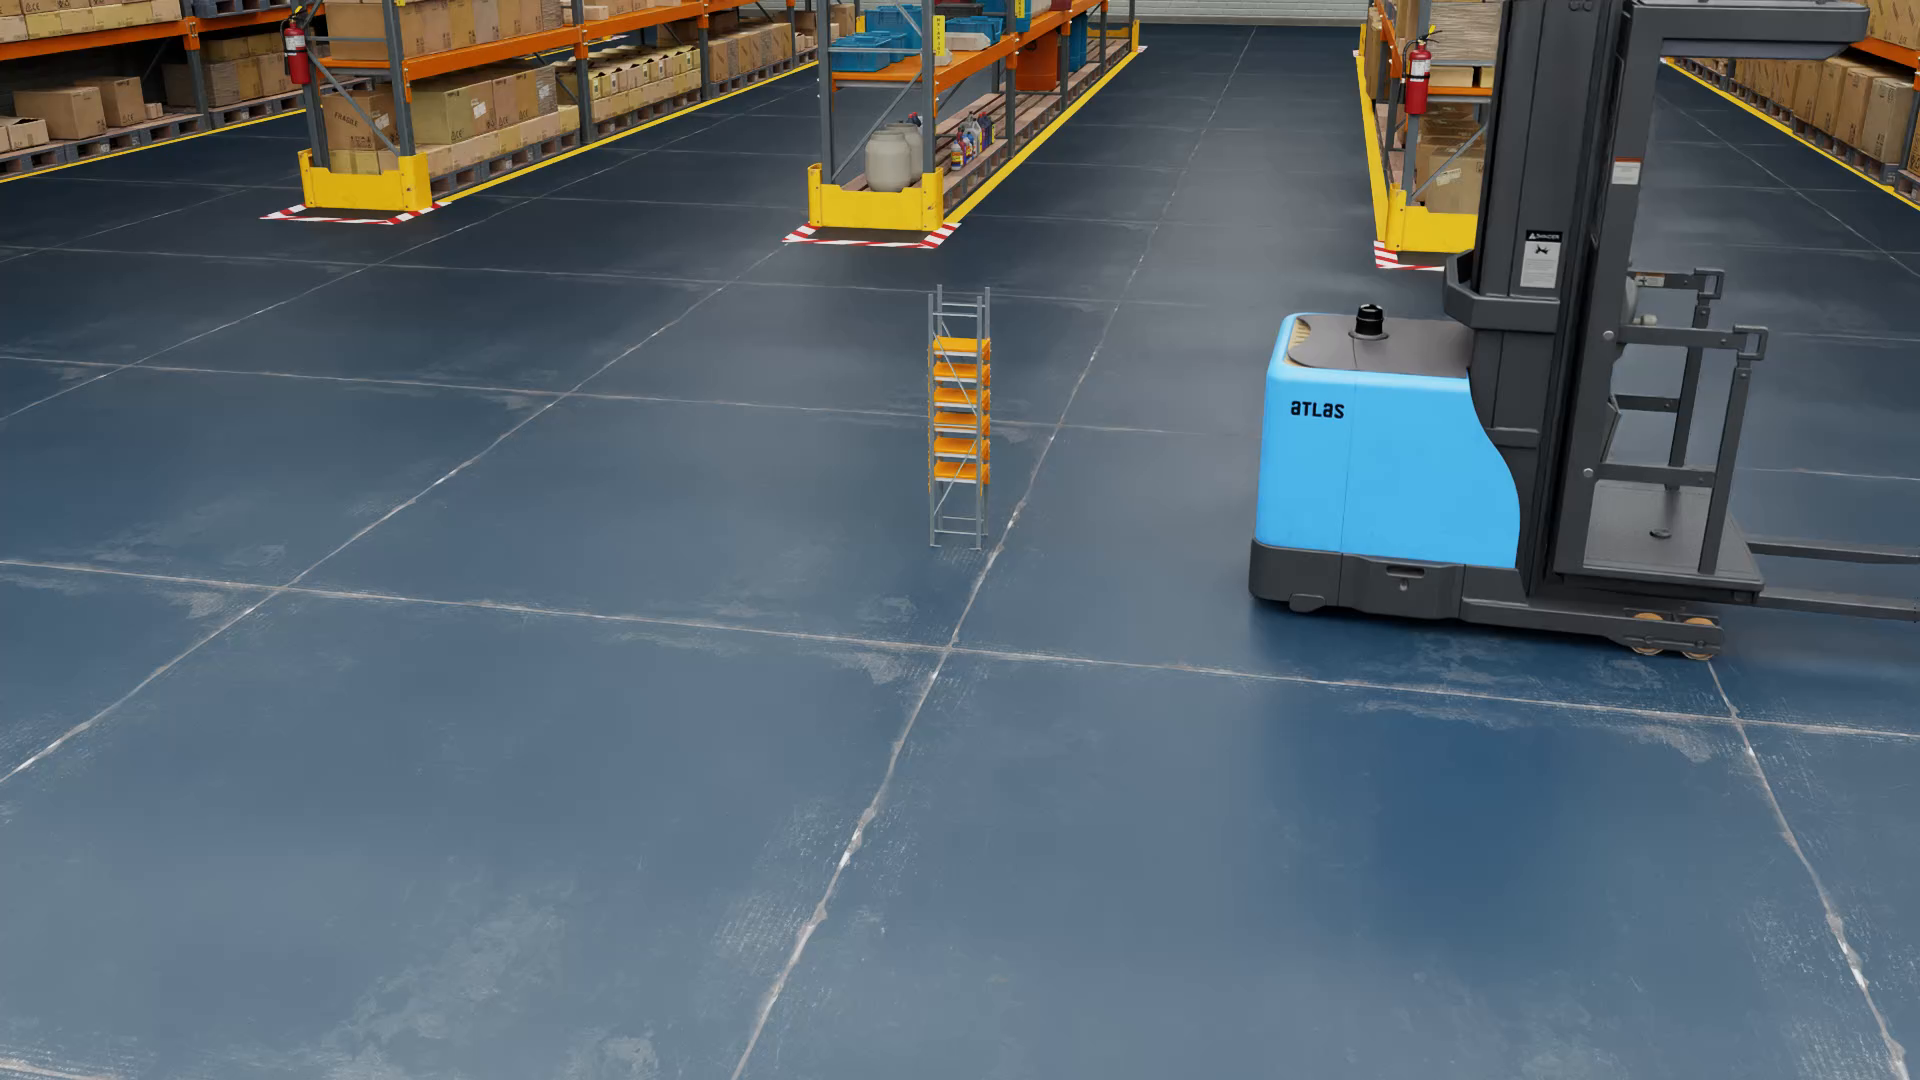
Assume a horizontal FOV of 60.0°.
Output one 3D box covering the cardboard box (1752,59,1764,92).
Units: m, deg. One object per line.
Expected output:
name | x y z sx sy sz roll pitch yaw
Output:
cardboard box | 10.806 -6.166 21.933 0.500 0.500 0.500 5 22 12

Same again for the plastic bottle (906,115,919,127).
plastic bottle | -0.509 -4.277 17.414 0.144 0.351 0.185 4 22 9

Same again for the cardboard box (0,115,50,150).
cardboard box | -10.069 -4.338 17.619 0.500 0.311 0.500 6 23 15

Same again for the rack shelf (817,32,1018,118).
rack shelf | -0.307 -4.569 16.146 1.077 0.370 4.000 4 22 11

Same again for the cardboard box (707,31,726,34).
cardboard box | -3.764 -7.262 24.627 0.500 0.500 0.500 4 22 9

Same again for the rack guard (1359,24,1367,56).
rack guard | 7.403 -8.494 28.276 1.175 0.500 0.348 4 22 11

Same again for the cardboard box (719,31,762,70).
cardboard box | -3.249 -7.231 24.551 0.500 0.500 0.500 4 22 9

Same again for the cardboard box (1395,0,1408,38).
cardboard box | 4.661 -5.101 15.971 0.875 0.500 0.500 4 22 11

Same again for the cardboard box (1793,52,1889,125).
cardboard box | 10.388 -5.240 19.297 1.050 0.750 0.750 4 22 10

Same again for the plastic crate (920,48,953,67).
plastic crate | -0.218 -4.351 14.996 0.298 0.136 0.250 4 22 11

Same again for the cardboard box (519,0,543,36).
cardboard box | -4.933 -5.703 17.865 0.700 0.500 0.500 4 22 10

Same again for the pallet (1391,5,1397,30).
pallet | 5.402 -5.903 18.753 1.003 0.211 1.213 4 22 11

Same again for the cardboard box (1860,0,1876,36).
cardboard box | 9.937 -5.654 17.744 0.500 0.500 0.500 4 22 10

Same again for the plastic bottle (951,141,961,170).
plastic bottle | -0.040 -3.749 16.210 0.097 0.271 0.097 0 22 0

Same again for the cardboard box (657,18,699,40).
cardboard box | -3.963 -7.249 23.591 0.500 0.250 0.500 5 23 13

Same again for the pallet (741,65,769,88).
pallet | -3.491 -6.897 24.697 1.003 0.211 1.213 4 22 11

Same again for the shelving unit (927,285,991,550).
shelving unit | -0.003 -0.551 7.616 0.258 1.200 0.189 4 22 11

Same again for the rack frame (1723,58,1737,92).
rack frame | 11.417 -7.767 23.124 1.000 3.000 0.127 4 22 11

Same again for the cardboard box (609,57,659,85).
cardboard box | -4.107 -5.887 20.823 0.500 0.311 0.500 5 22 12

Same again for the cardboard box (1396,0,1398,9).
cardboard box | 5.213 -6.140 18.384 0.797 0.503 0.637 7 23 16

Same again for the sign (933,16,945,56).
sign | -0.178 -4.256 14.035 0.100 0.325 0.005 4 22 11

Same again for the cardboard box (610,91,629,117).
cardboard box | -4.317 -5.248 19.987 0.500 0.250 0.500 5 22 12

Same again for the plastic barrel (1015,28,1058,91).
plastic barrel | 1.000 -6.465 22.234 0.600 0.830 0.708 4 22 11

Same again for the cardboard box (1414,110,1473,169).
cardboard box | 4.719 -3.938 16.401 0.500 0.500 0.500 12 25 28

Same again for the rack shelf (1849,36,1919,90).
rack shelf | 10.193 -5.239 17.810 1.077 0.370 4.000 4 22 11

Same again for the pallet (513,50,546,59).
pallet | -7.734 -8.294 28.164 1.003 0.211 1.213 4 22 11

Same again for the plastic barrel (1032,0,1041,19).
plastic barrel | 0.749 -6.457 19.688 0.433 0.535 0.433 0 22 0

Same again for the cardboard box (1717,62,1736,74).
cardboard box | 11.163 -6.809 23.999 0.380 0.149 0.250 5 22 12

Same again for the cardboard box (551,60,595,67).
cardboard box | -4.742 -5.735 20.447 0.500 0.311 0.500 4 22 11

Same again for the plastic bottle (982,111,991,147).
plastic bottle | 0.251 -4.352 17.601 0.144 0.351 0.185 4 22 9

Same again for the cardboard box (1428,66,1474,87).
cardboard box | 3.989 -3.797 13.602 0.380 0.149 0.250 4 22 11

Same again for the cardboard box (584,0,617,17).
cardboard box | -4.468 -6.532 19.922 0.500 0.500 0.500 6 23 15

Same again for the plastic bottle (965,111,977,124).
plastic bottle | 0.110 -4.363 17.628 0.144 0.351 0.185 4 22 11

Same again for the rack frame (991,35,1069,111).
rack frame | 0.917 -7.097 21.460 1.000 3.000 0.127 4 22 11

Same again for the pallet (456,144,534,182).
pallet | -5.198 -3.984 17.464 1.003 0.211 1.213 4 22 11

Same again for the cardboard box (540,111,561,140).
cardboard box | -4.740 -4.564 18.289 0.500 0.250 0.500 4 22 11

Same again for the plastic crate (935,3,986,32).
plastic crate | -0.131 -5.423 17.388 0.767 0.338 0.504 4 22 11

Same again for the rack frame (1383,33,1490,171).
rack frame | 4.949 -5.256 16.890 1.000 3.000 0.127 4 22 11

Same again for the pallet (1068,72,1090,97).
pallet | 1.288 -6.540 23.809 1.003 0.211 1.213 4 22 11

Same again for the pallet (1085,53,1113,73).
pallet | 1.845 -7.538 26.288 1.003 0.211 1.213 4 22 11

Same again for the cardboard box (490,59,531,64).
cardboard box | -5.149 -5.134 18.702 0.500 0.500 0.500 4 22 11

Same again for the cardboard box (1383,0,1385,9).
cardboard box | 5.624 -6.965 20.998 0.500 0.500 0.500 5 23 13

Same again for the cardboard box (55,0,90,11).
cardboard box | -9.707 -5.924 17.717 0.500 0.500 0.500 5 23 13

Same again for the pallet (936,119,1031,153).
pallet | 0.223 -4.631 19.069 1.003 0.211 1.213 4 22 11

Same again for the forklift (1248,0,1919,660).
forklift | 2.811 -1.098 6.657 3.031 2.935 1.130 5 23 13

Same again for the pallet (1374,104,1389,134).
pallet | 5.605 -5.140 20.334 1.003 0.211 1.213 4 22 11

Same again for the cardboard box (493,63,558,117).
cardboard box | -4.742 -4.912 18.149 0.500 0.500 0.500 4 22 11

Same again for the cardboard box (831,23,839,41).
cardboard box | -2.392 -8.767 28.699 0.500 0.250 0.500 4 22 11

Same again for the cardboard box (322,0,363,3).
cardboard box | -5.672 -5.052 15.379 0.380 0.149 0.250 4 22 10

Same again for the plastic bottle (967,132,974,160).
plastic bottle | 0.091 -3.985 16.796 0.097 0.271 0.097 0 22 0

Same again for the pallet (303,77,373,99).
pallet | -8.943 -6.273 23.146 1.003 0.211 1.213 4 22 11

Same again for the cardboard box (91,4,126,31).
cardboard box | -9.595 -5.766 18.329 0.500 0.250 0.500 4 22 11

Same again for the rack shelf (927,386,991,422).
rack shelf | -0.003 -0.621 7.588 0.258 0.103 0.180 4 22 11

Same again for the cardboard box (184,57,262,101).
cardboard box | -9.408 -5.897 21.238 0.700 0.500 0.500 4 22 10

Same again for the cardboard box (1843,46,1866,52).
cardboard box | 10.978 -5.921 20.320 0.500 0.250 0.500 3 22 8

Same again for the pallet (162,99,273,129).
pallet | -9.441 -5.381 20.931 1.003 0.211 1.213 4 22 11
